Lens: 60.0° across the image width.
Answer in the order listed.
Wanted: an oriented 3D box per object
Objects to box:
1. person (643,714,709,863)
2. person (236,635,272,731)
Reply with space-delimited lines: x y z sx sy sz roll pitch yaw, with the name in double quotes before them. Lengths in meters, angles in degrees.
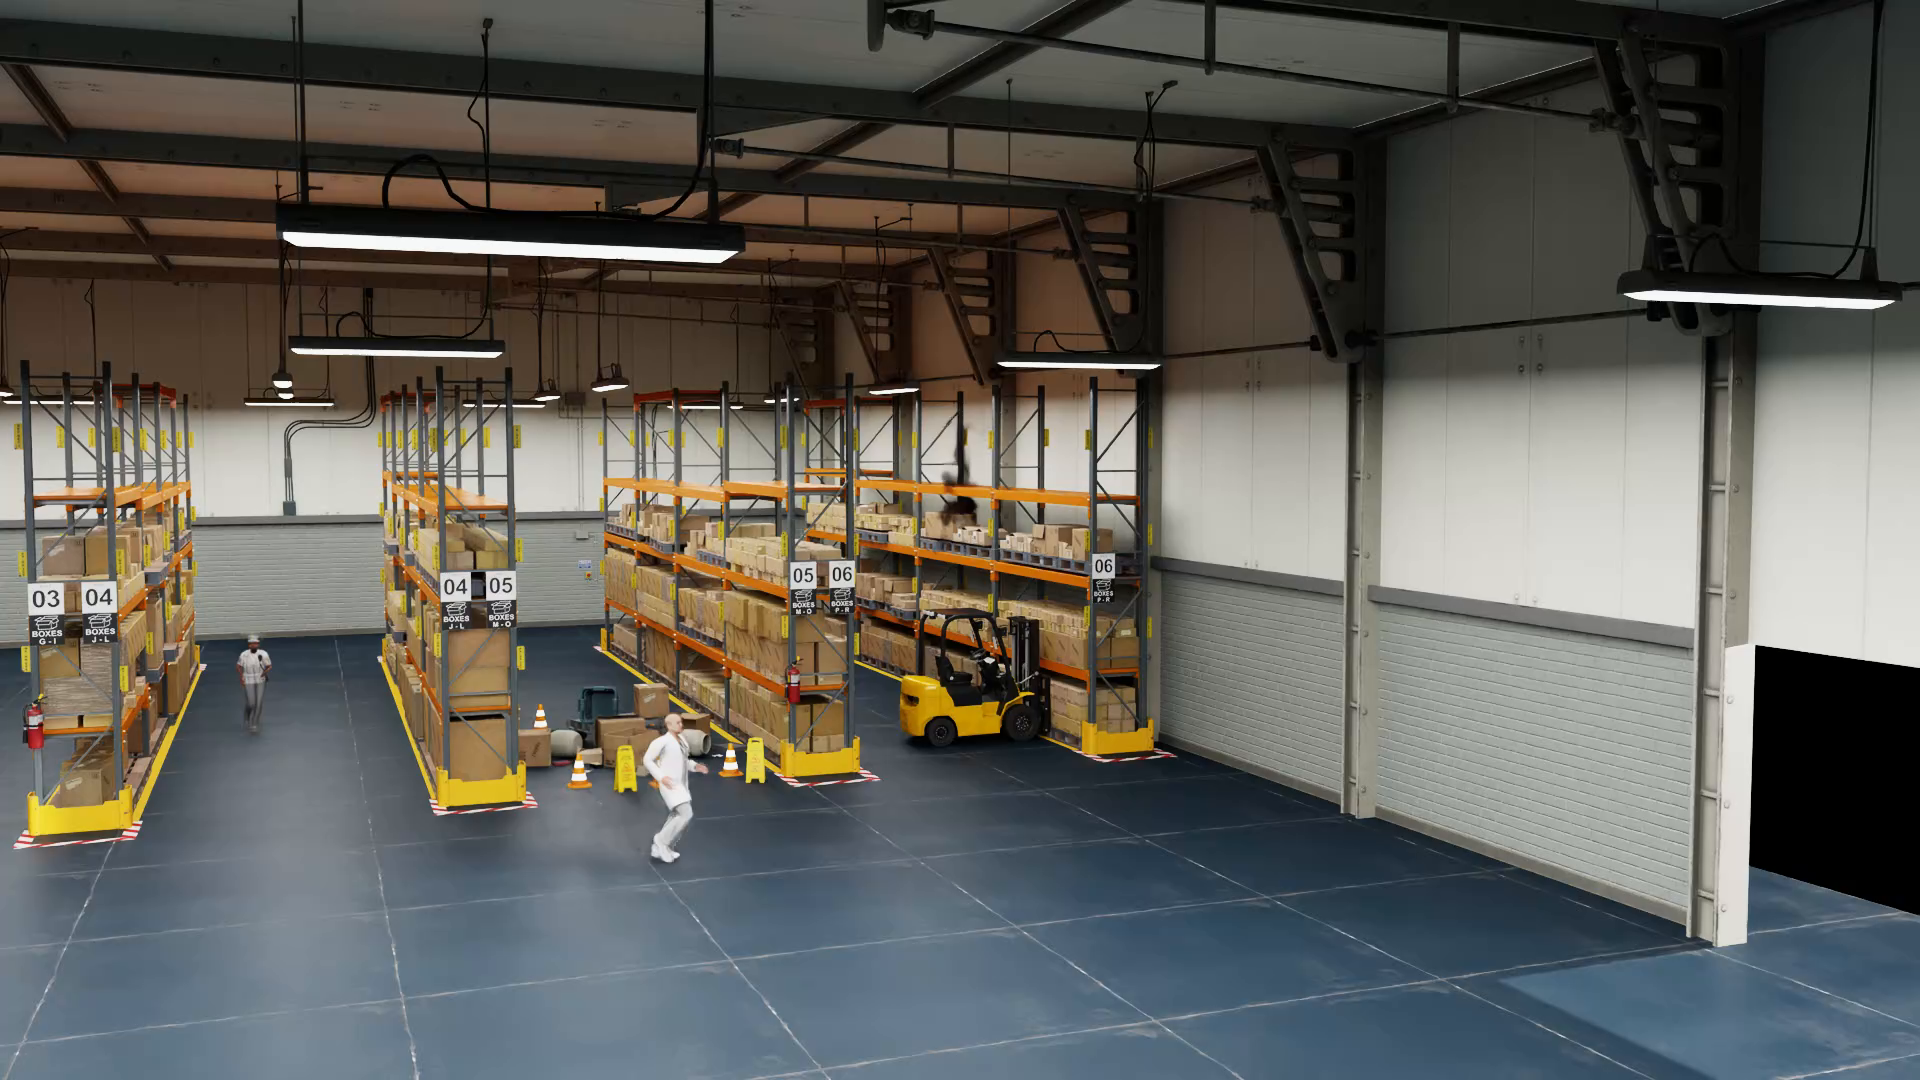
"person" -3.357 2.937 19.705 0.700 1.754 0.680 1 4 17
"person" -12.080 2.451 28.476 0.542 1.663 0.567 -2 4 -26
